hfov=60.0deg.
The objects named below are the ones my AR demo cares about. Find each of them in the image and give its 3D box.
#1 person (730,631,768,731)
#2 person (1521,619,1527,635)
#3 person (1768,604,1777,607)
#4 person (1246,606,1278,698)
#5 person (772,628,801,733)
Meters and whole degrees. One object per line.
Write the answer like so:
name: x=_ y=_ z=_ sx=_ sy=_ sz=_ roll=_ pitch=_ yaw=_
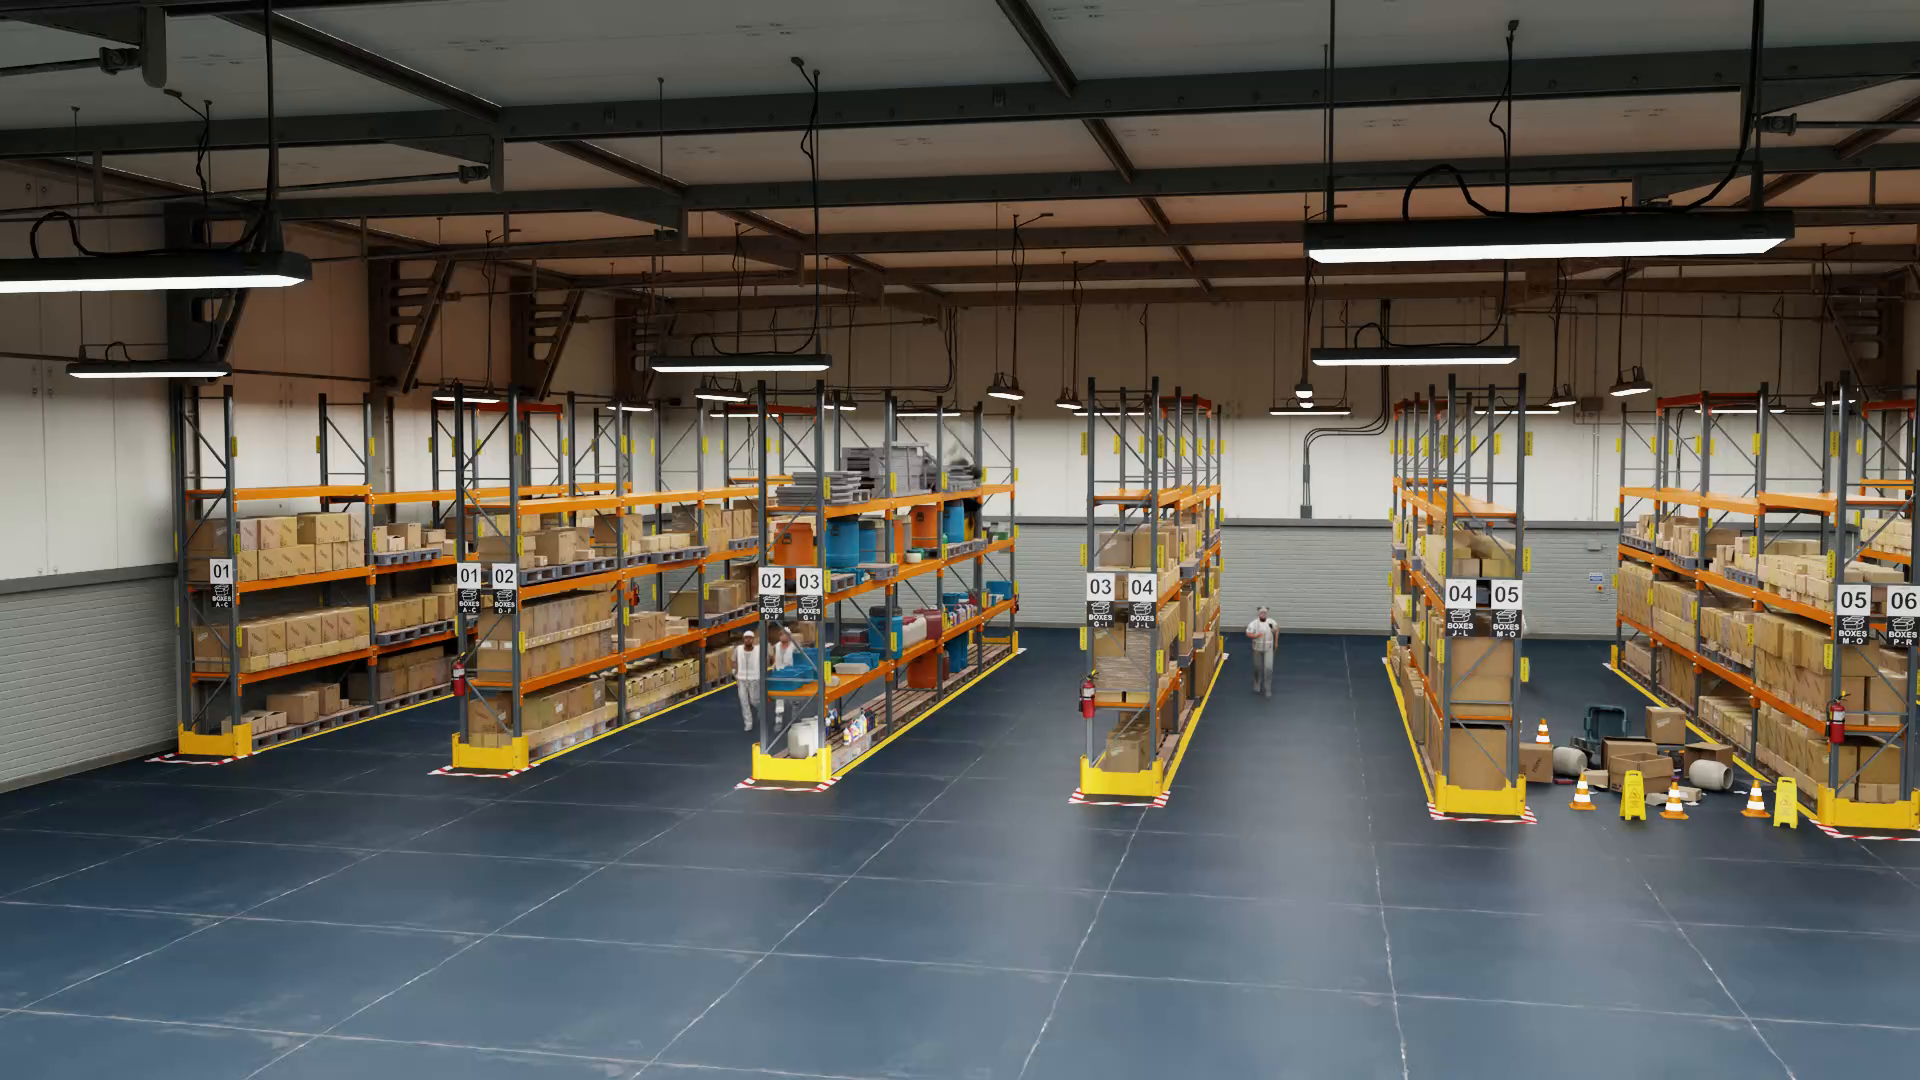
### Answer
person: x=-3.755 y=2.480 z=29.566 sx=0.677 sy=1.756 sz=0.696 roll=0 pitch=3 yaw=3
person: x=11.953 y=2.154 z=36.081 sx=0.624 sy=1.653 sz=0.757 roll=0 pitch=3 yaw=3
person: x=16.729 y=2.172 z=34.277 sx=0.699 sy=1.756 sz=0.988 roll=0 pitch=3 yaw=5
person: x=6.088 y=2.232 z=33.557 sx=0.645 sy=1.844 sz=0.847 roll=0 pitch=3 yaw=6
person: x=-3.070 y=2.454 z=29.676 sx=0.623 sy=1.790 sz=1.172 roll=0 pitch=3 yaw=5
